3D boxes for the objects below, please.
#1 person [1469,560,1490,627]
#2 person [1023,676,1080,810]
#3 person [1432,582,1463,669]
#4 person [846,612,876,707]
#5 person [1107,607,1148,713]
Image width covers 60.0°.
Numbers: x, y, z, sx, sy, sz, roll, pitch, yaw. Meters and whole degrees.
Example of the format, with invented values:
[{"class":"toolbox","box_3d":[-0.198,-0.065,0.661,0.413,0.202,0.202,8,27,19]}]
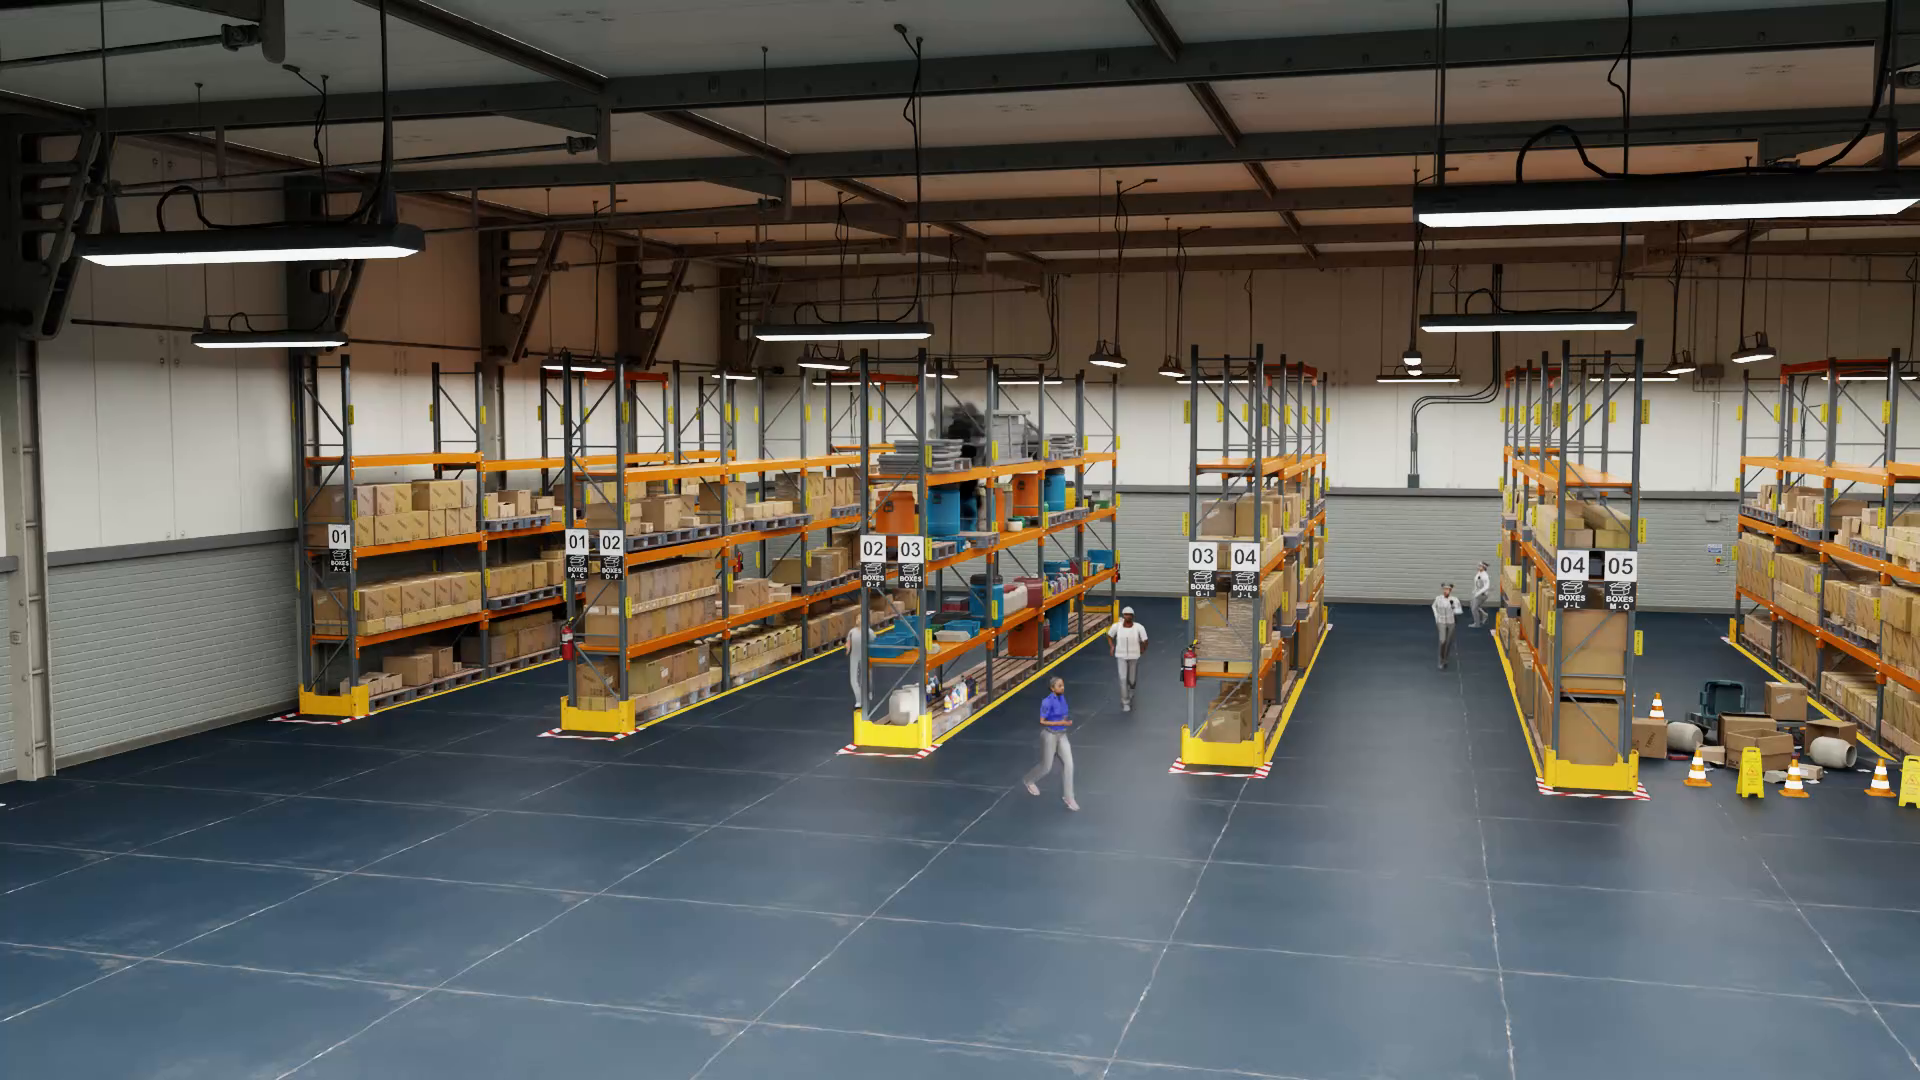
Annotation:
[{"class":"person","box_3d":[12.254,1.264,39.020,0.524,1.614,0.682,0,4,-5]},{"class":"person","box_3d":[1.174,2.590,21.360,0.580,1.706,0.910,-4,6,-44]},{"class":"person","box_3d":[9.669,1.702,32.995,0.578,1.757,0.732,1,4,14]},{"class":"person","box_3d":[-1.710,2.051,28.533,0.561,1.620,0.588,1,4,16]},{"class":"person","box_3d":[2.856,2.011,28.377,0.700,1.762,0.881,0,4,5]}]
